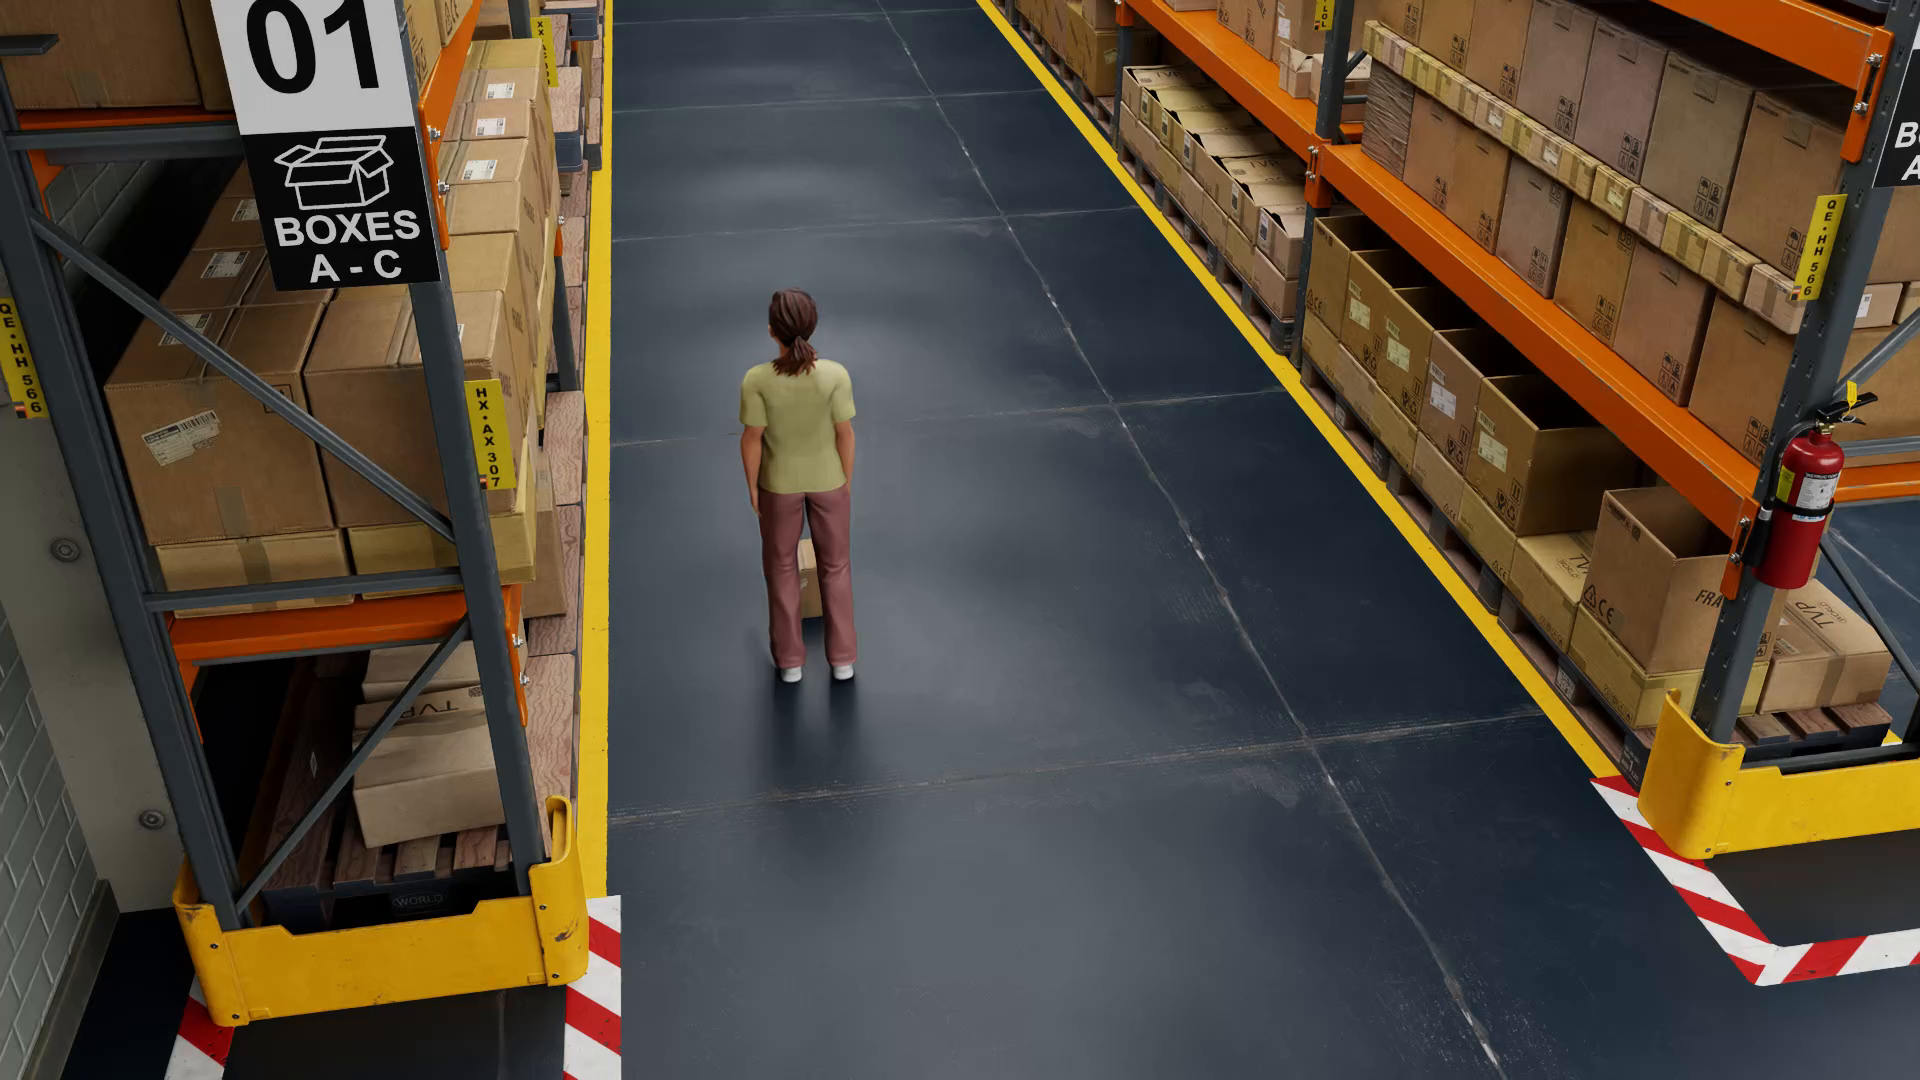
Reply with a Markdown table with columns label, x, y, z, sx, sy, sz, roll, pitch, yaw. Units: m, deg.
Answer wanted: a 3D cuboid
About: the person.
| label | x | y | z | sx | sy | sz | roll | pitch | yaw |
| --- | --- | --- | --- | --- | --- | --- | --- | --- | --- |
| person | -0.619 | -0.198 | 6.477 | 0.439 | 1.666 | 0.347 | -5 | 31 | -8 |
